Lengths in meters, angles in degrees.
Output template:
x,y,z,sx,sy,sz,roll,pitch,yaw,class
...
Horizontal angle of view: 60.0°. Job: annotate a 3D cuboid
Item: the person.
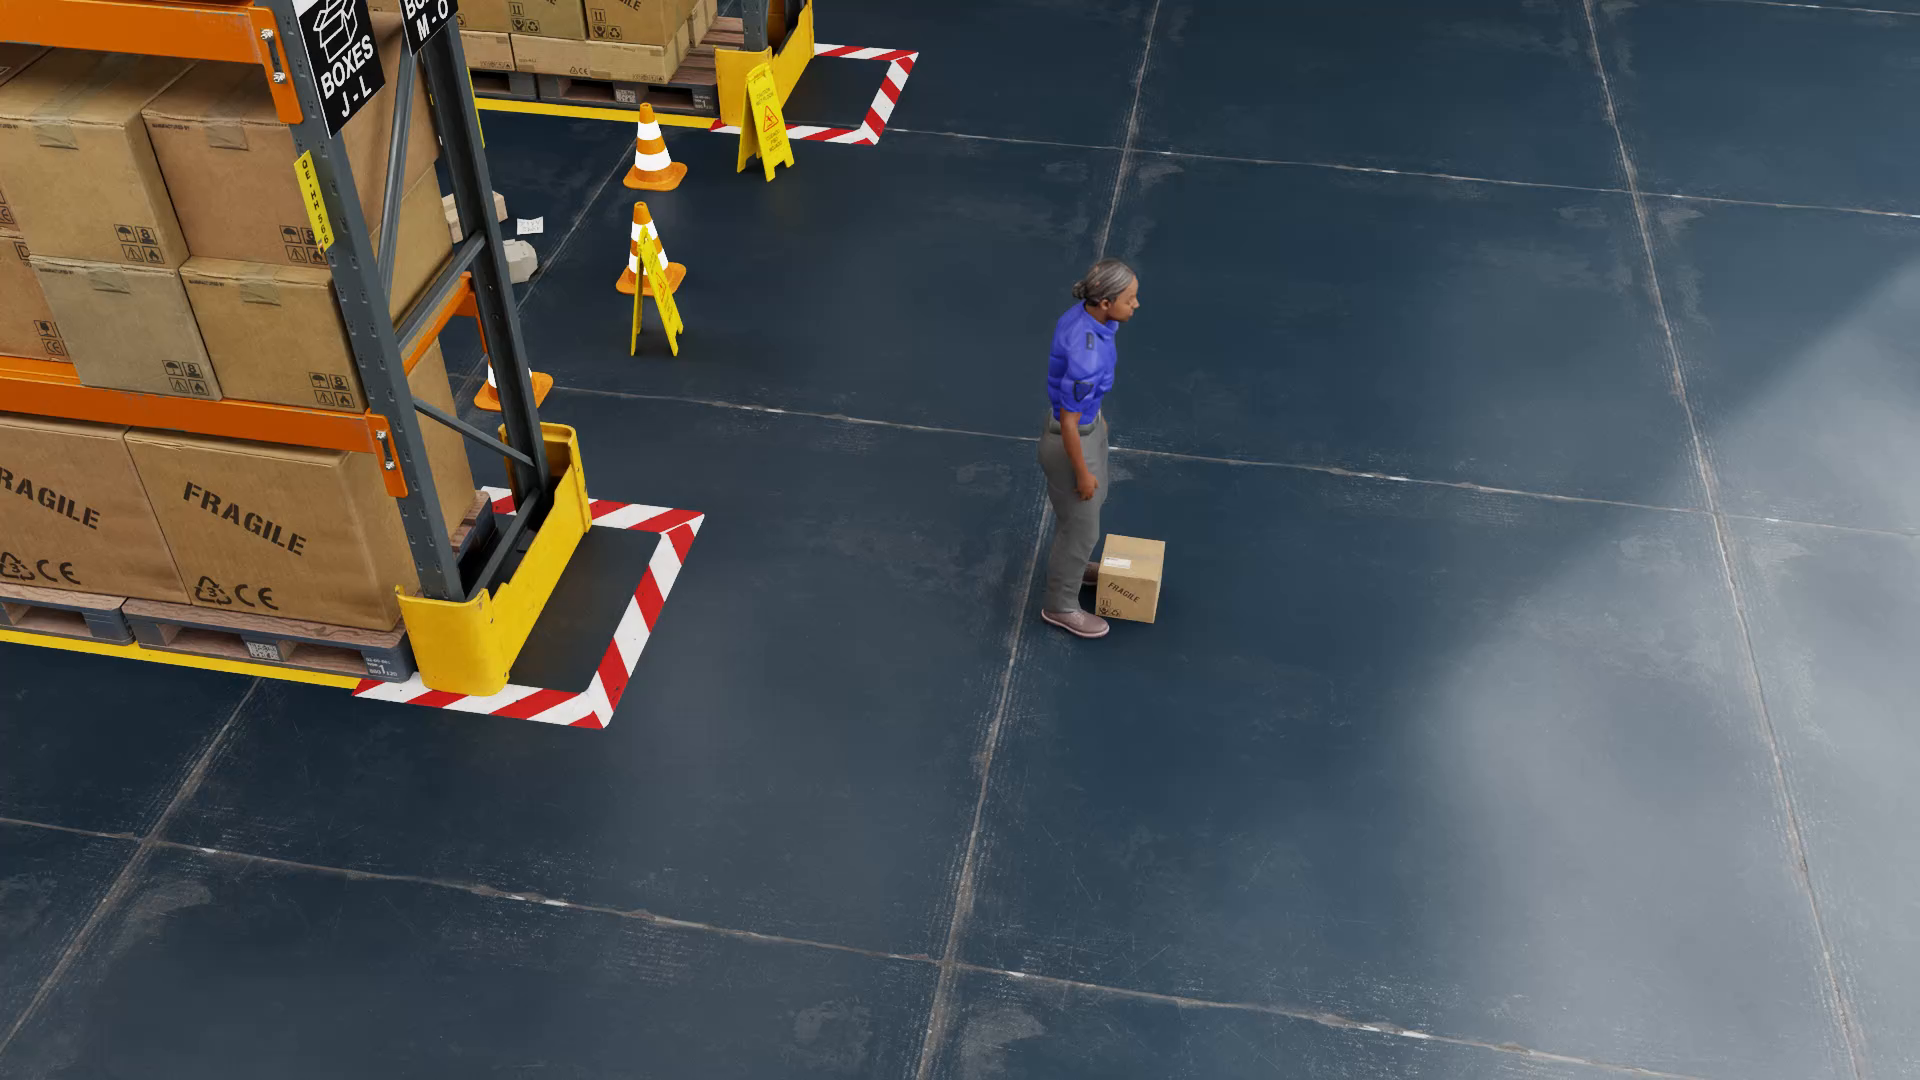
x,y,z,sx,sy,sz,roll,pitch,yaw,class
0.490,-0.385,6.607,0.347,1.655,0.507,7,41,8,person
